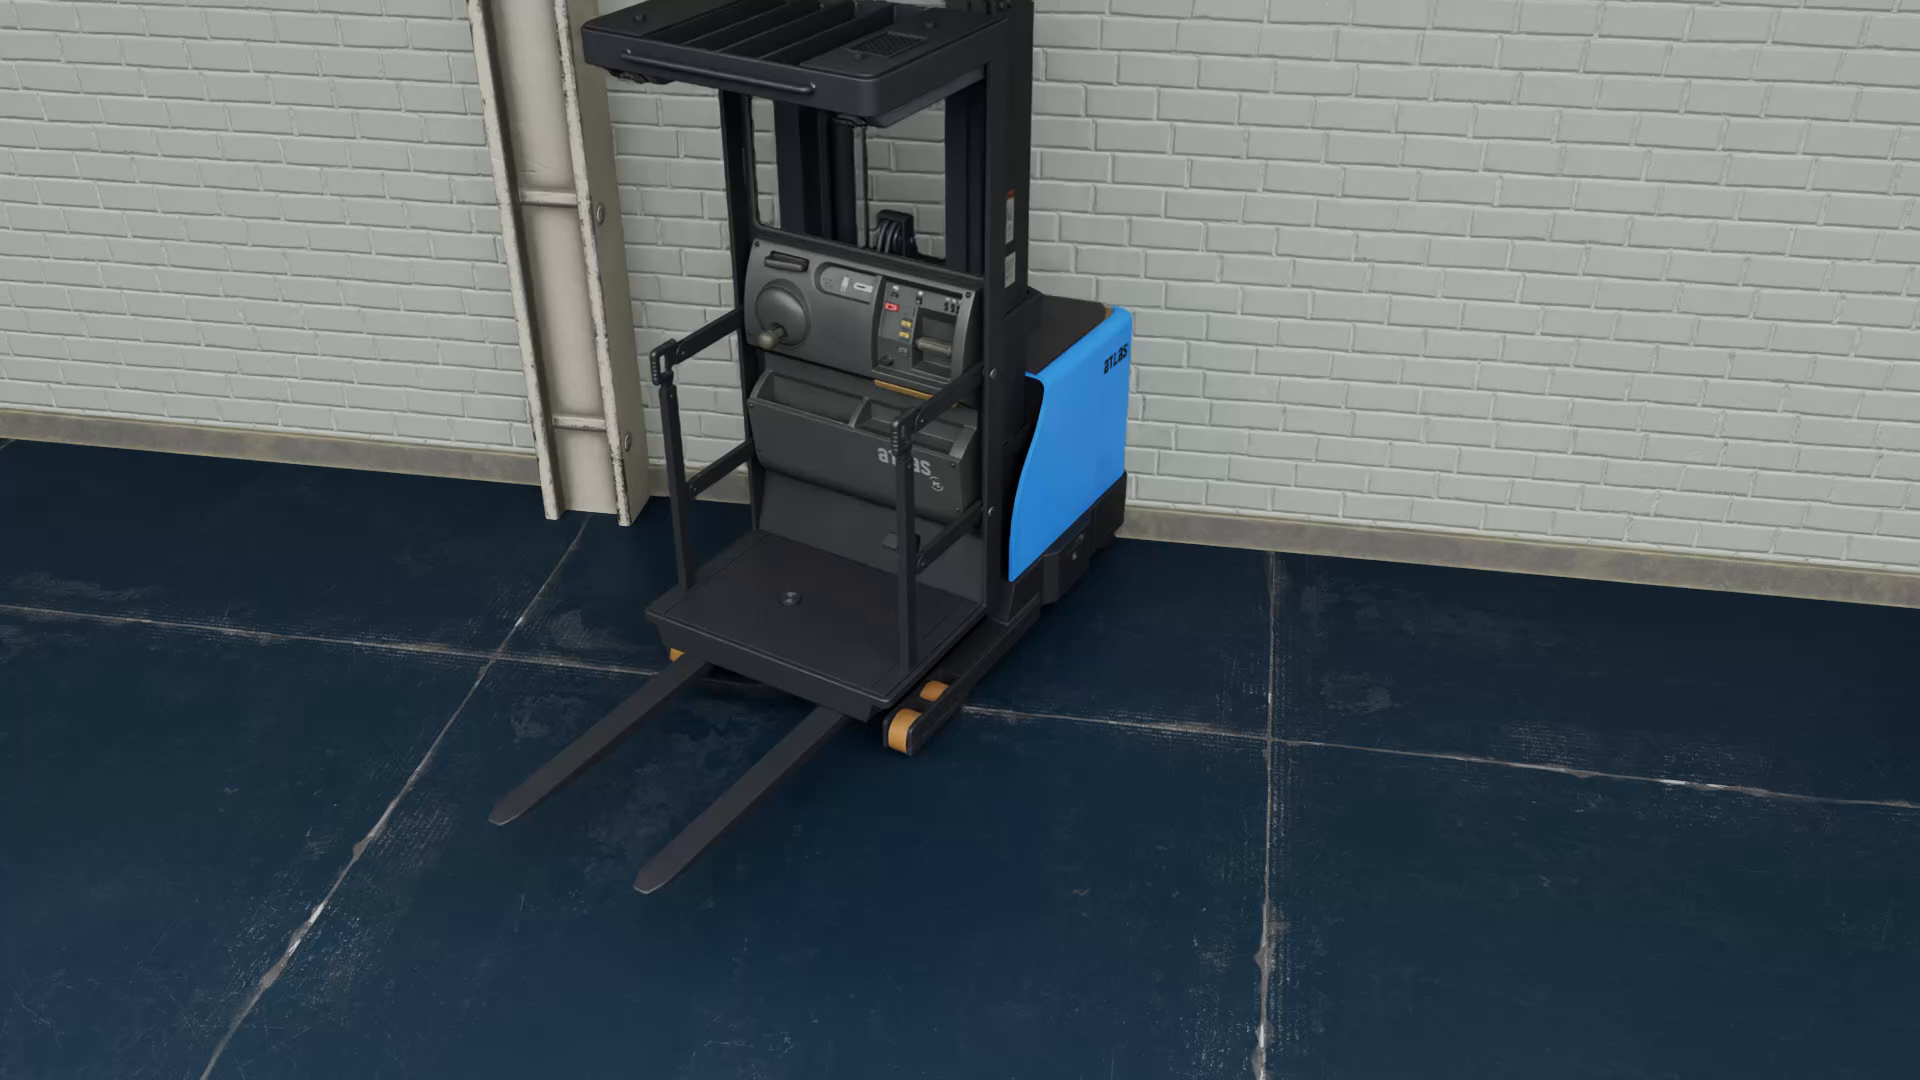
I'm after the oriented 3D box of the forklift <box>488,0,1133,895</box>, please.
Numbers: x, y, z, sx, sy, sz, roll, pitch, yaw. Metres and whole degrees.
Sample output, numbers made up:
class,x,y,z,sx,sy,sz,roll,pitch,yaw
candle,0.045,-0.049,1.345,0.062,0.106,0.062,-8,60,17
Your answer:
class,x,y,z,sx,sy,sz,roll,pitch,yaw
forklift,-0.470,-0.748,5.683,1.130,2.935,3.031,18,36,26

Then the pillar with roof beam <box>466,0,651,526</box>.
class,x,y,z,sx,sy,sz,roll,pitch,yaw
pillar with roof beam,-2.350,-1.721,1.519,0.400,9.000,9.100,5,32,8
